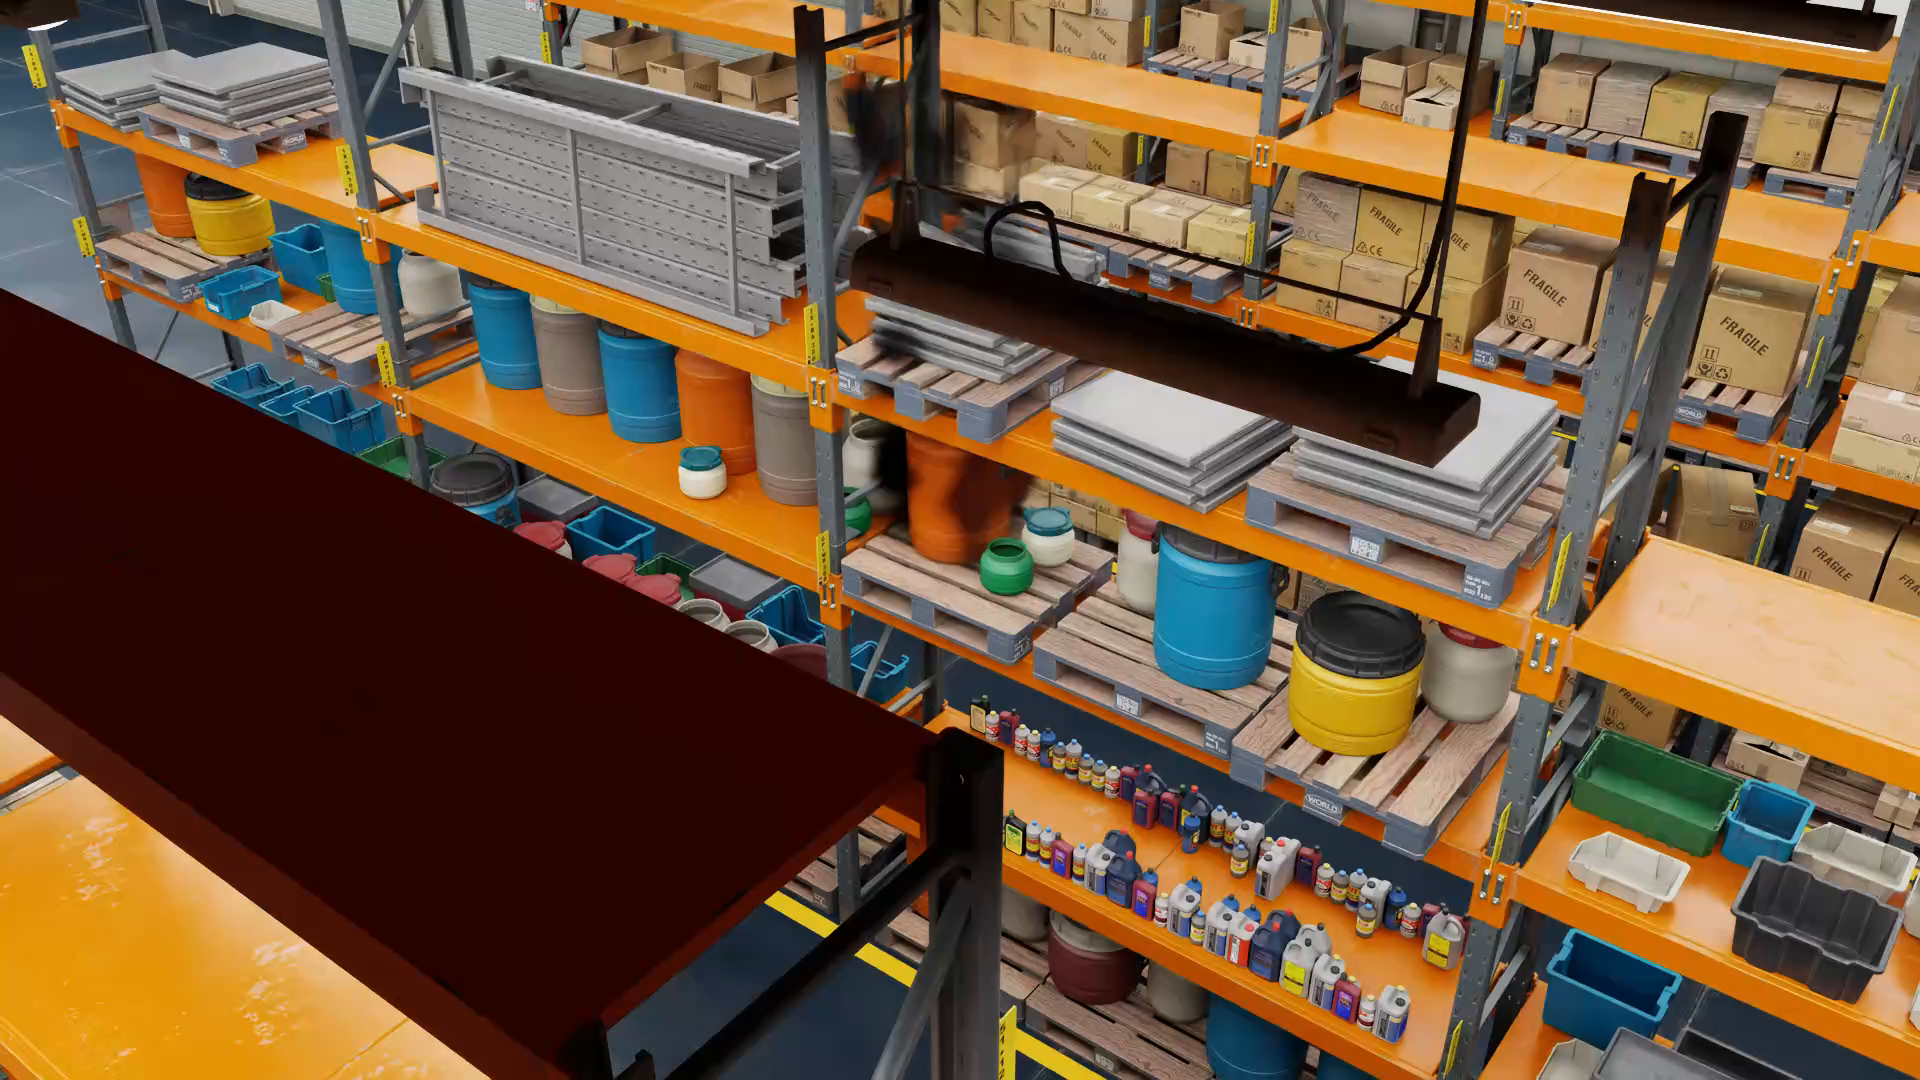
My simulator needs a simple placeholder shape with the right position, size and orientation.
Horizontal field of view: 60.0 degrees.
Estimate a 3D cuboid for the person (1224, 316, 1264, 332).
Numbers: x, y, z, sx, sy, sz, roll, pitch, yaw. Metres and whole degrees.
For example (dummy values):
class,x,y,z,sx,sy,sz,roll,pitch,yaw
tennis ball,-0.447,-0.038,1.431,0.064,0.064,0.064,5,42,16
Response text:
class,x,y,z,sx,sy,sz,roll,pitch,yaw
person,2.664,-1.658,16.456,0.593,1.620,0.688,21,37,30
